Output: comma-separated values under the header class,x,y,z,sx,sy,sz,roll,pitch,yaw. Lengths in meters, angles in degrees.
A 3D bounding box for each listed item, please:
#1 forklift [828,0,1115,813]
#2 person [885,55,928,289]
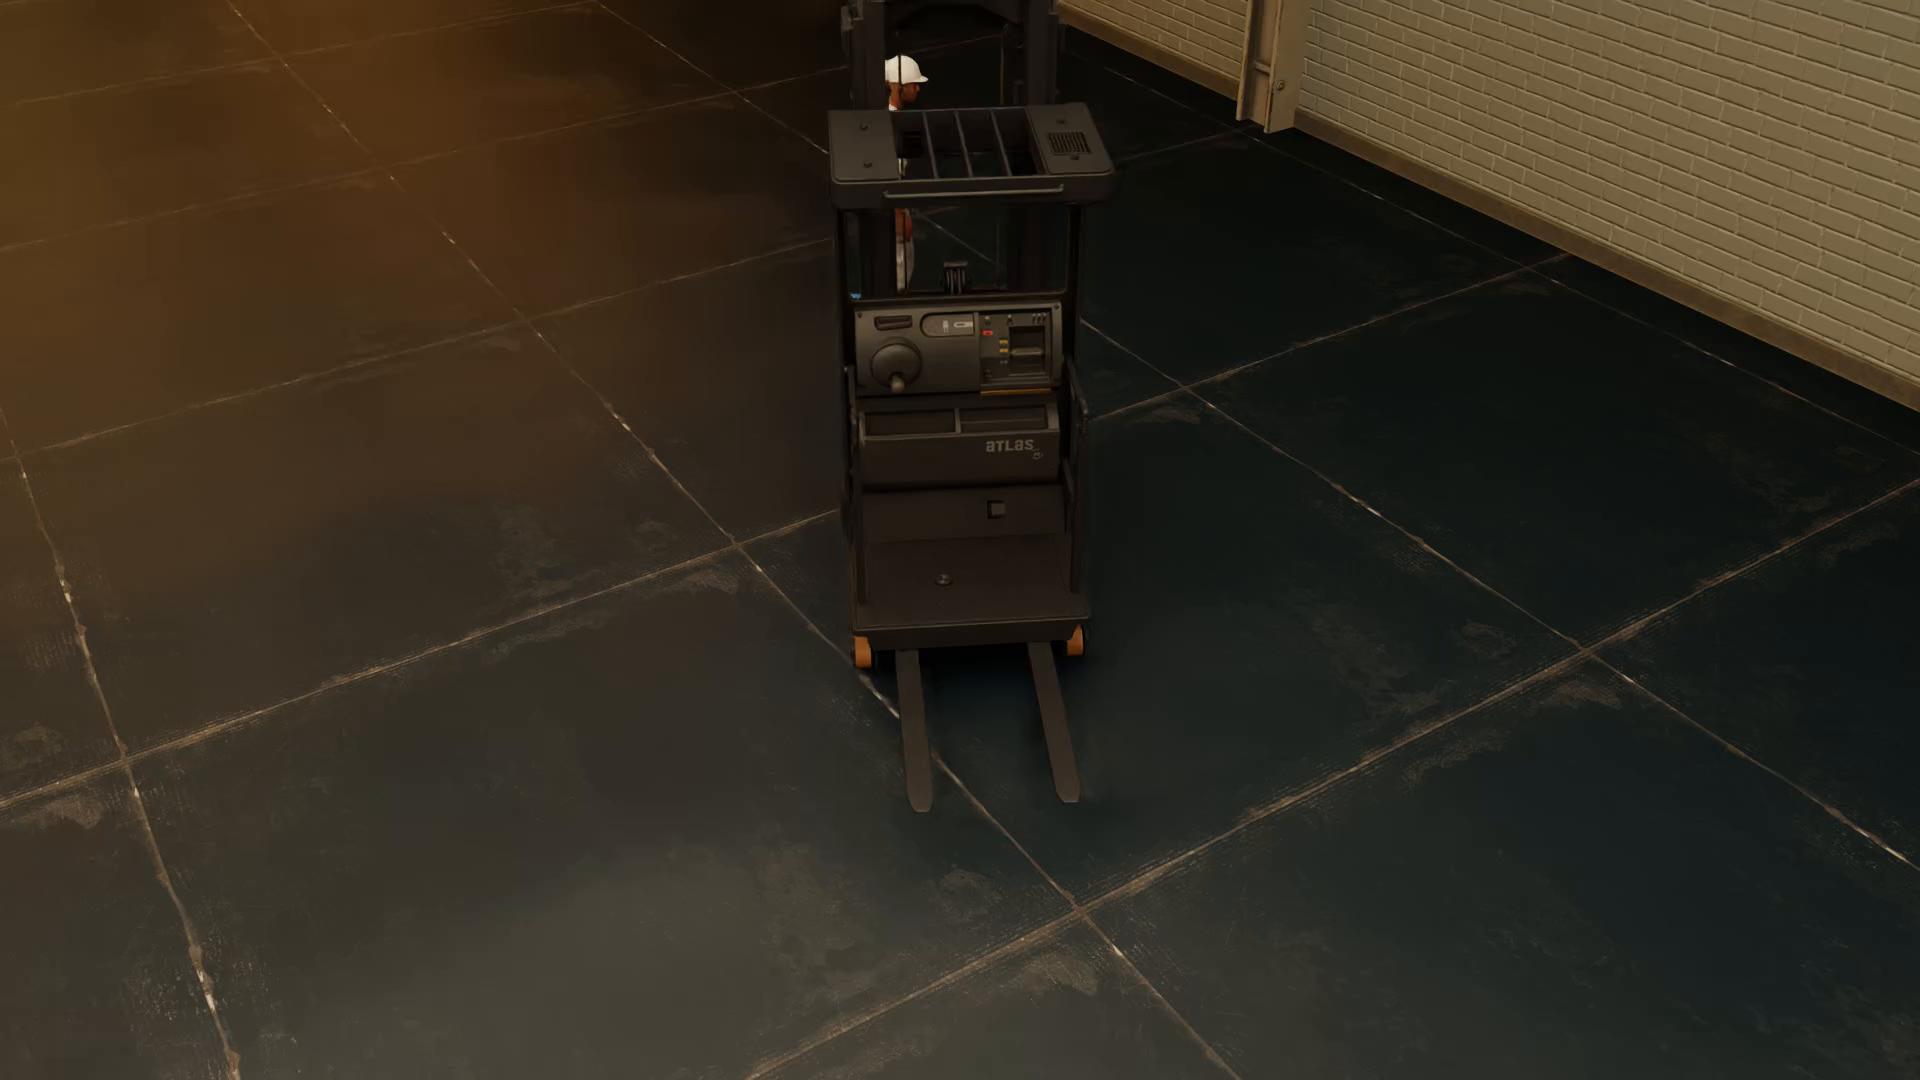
class,x,y,z,sx,sy,sz,roll,pitch,yaw
forklift,0.017,-0.798,7.283,1.130,2.935,3.031,-3,35,-4
person,-0.408,-2.065,10.110,0.464,1.759,0.626,-8,36,-11
